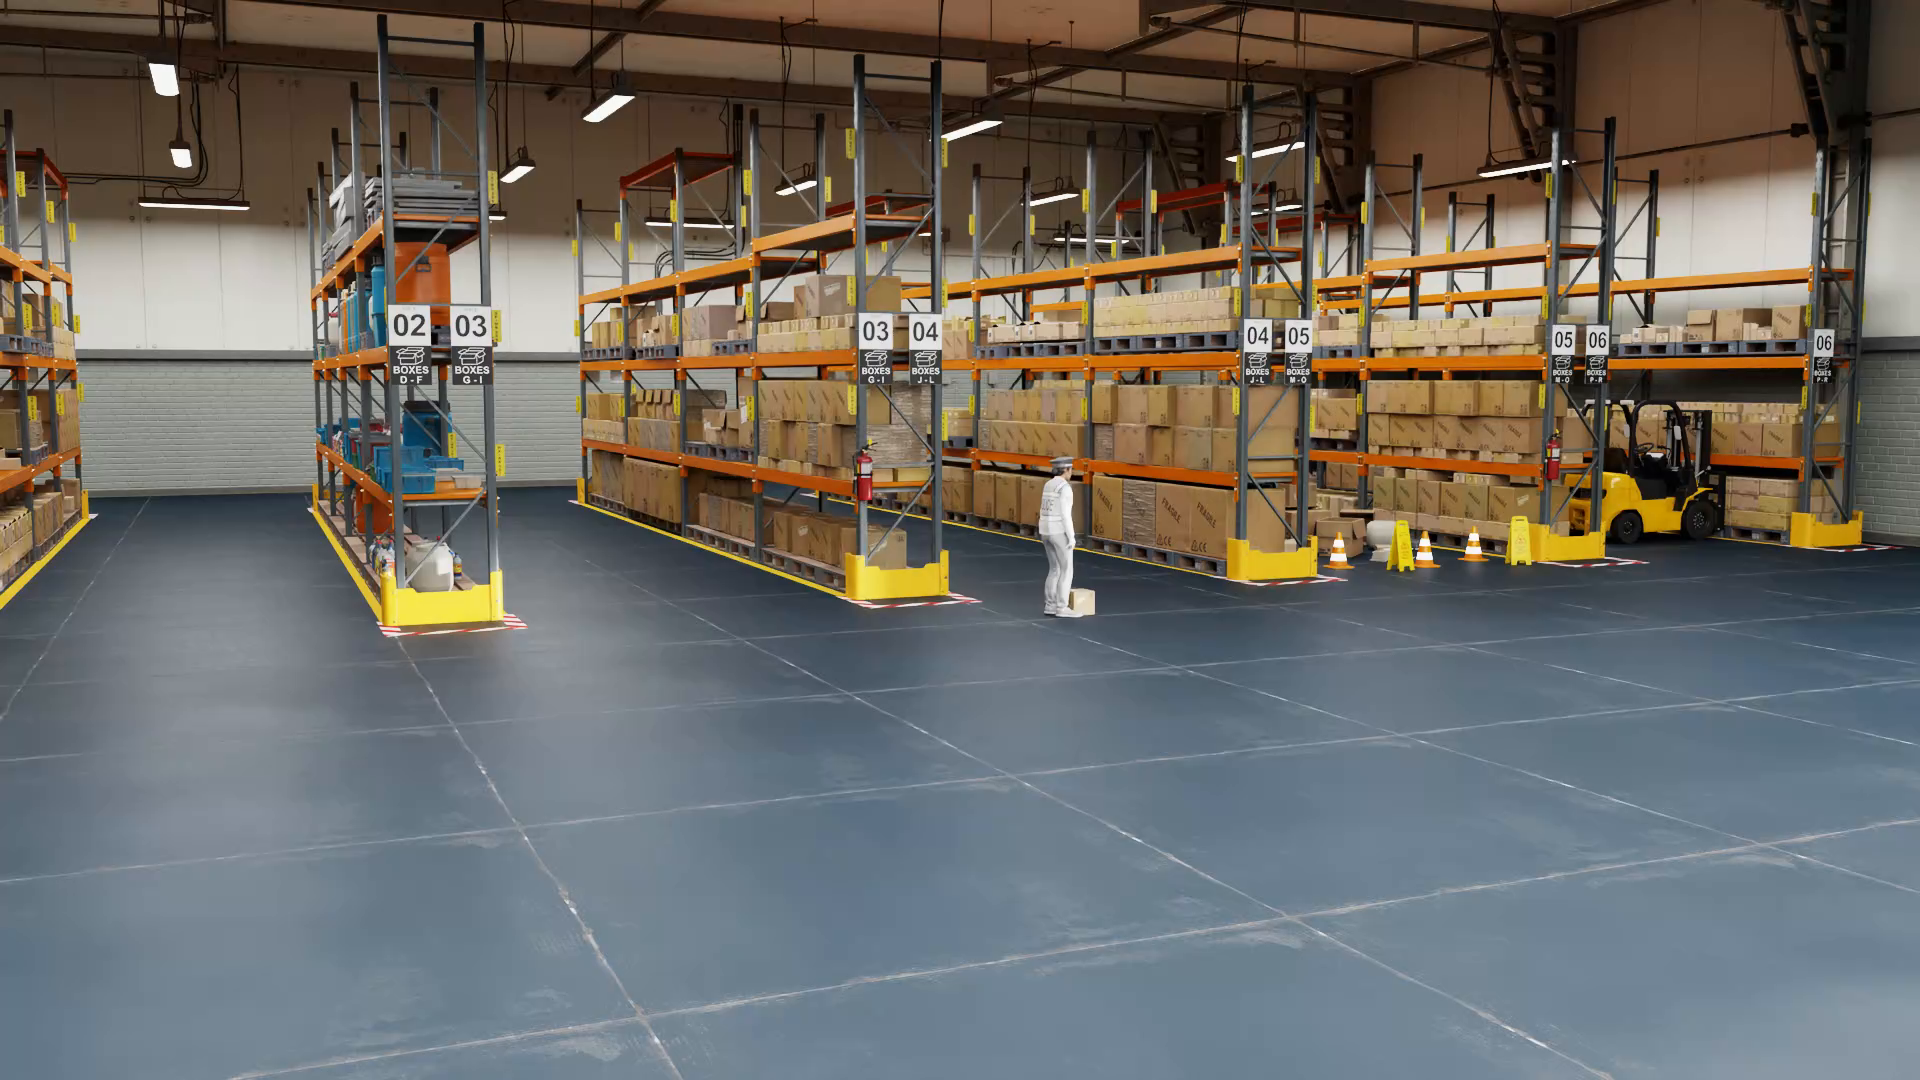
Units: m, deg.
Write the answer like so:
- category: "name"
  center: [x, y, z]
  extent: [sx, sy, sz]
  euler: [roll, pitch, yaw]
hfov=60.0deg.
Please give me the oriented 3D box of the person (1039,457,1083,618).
- category: "person"
  center: [1.031, -0.037, 17.380]
  extent: [0.374, 1.662, 0.534]
  euler: [-3, 6, -27]
